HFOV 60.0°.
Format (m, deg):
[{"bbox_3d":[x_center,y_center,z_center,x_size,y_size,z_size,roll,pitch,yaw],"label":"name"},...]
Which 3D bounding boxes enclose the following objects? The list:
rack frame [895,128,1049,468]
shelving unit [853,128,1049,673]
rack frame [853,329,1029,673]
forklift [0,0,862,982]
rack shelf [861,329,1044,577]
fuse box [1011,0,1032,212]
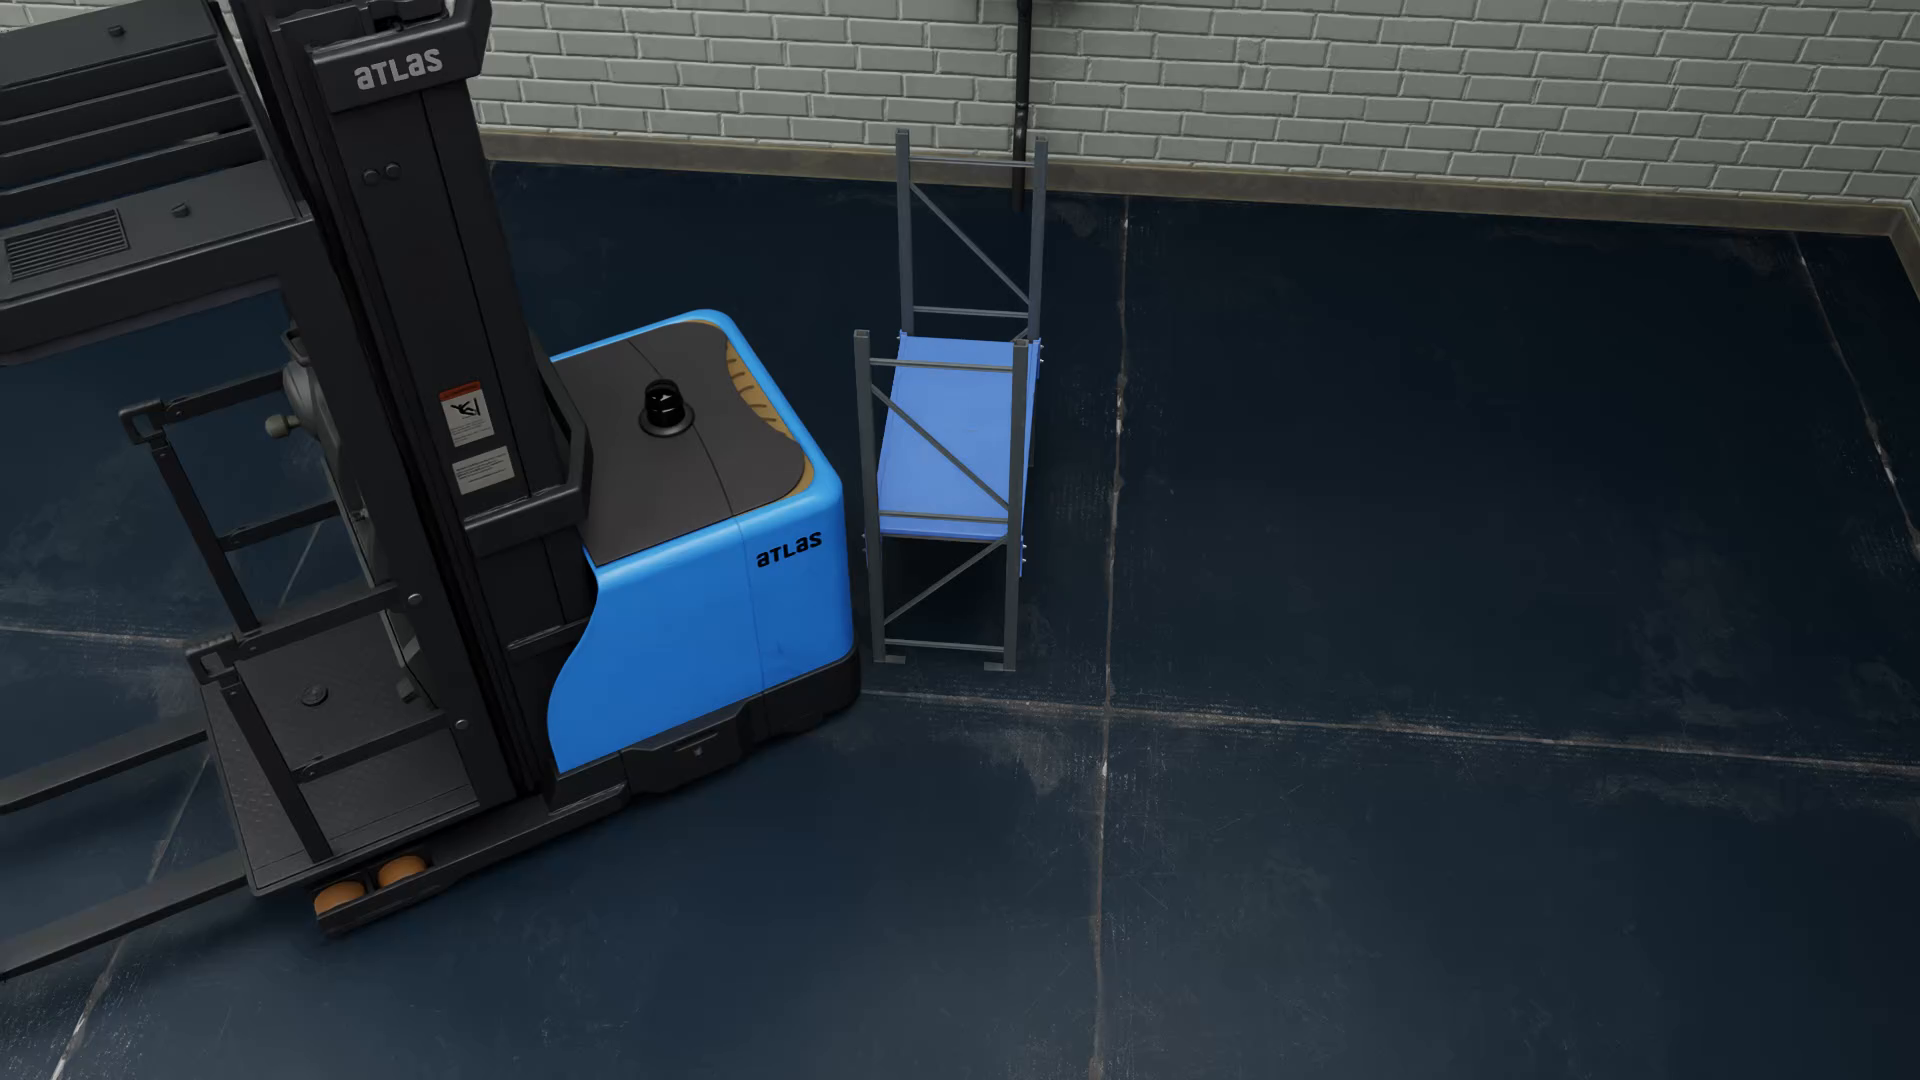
[{"bbox_3d":[0.039,-0.817,5.981,0.500,1.500,0.032,4,48,4],"label":"rack frame"},{"bbox_3d":[-0.008,-0.443,5.639,0.538,1.500,1.048,4,48,4],"label":"shelving unit"},{"bbox_3d":[-0.054,-0.070,5.298,0.500,1.500,0.032,4,48,4],"label":"rack frame"},{"bbox_3d":[-1.883,-0.228,4.472,3.031,2.935,1.130,-21,51,-19],"label":"forklift"},{"bbox_3d":[-0.008,-0.322,5.772,0.538,0.185,1.000,4,48,4],"label":"rack shelf"},{"bbox_3d":[0.289,-2.080,6.993,0.539,1.711,0.414,4,48,4],"label":"fuse box"}]
